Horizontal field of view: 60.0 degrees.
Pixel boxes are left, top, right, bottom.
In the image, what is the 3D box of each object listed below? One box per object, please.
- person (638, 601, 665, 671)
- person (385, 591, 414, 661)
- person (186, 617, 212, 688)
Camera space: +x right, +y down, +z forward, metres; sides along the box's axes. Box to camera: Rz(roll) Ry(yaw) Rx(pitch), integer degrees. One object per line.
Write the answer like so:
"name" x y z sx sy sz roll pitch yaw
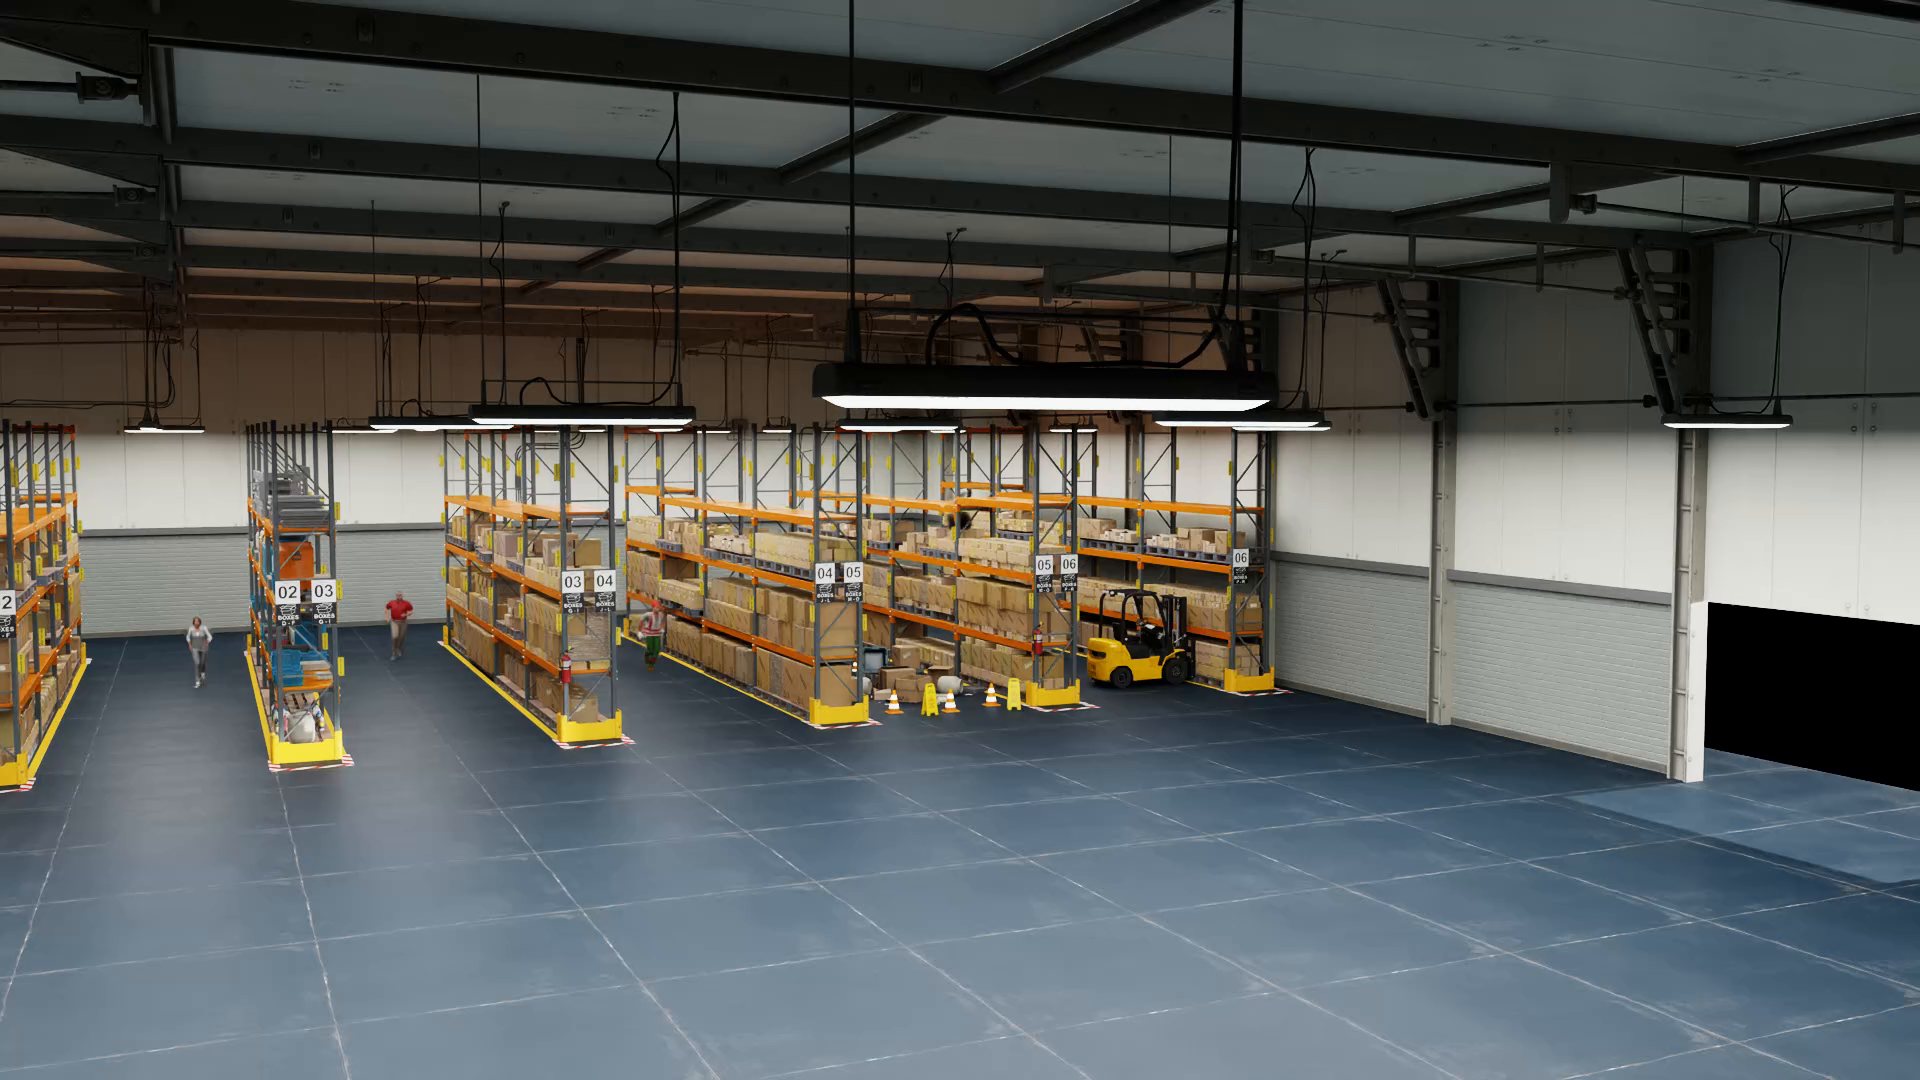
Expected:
"person" -7.513 2.335 40.562 0.667 1.715 0.702 -3 5 -39
"person" -14.388 2.205 42.717 0.692 1.802 0.723 -1 4 -20
"person" -17.461 2.545 38.186 0.542 1.607 0.733 -1 4 -19
